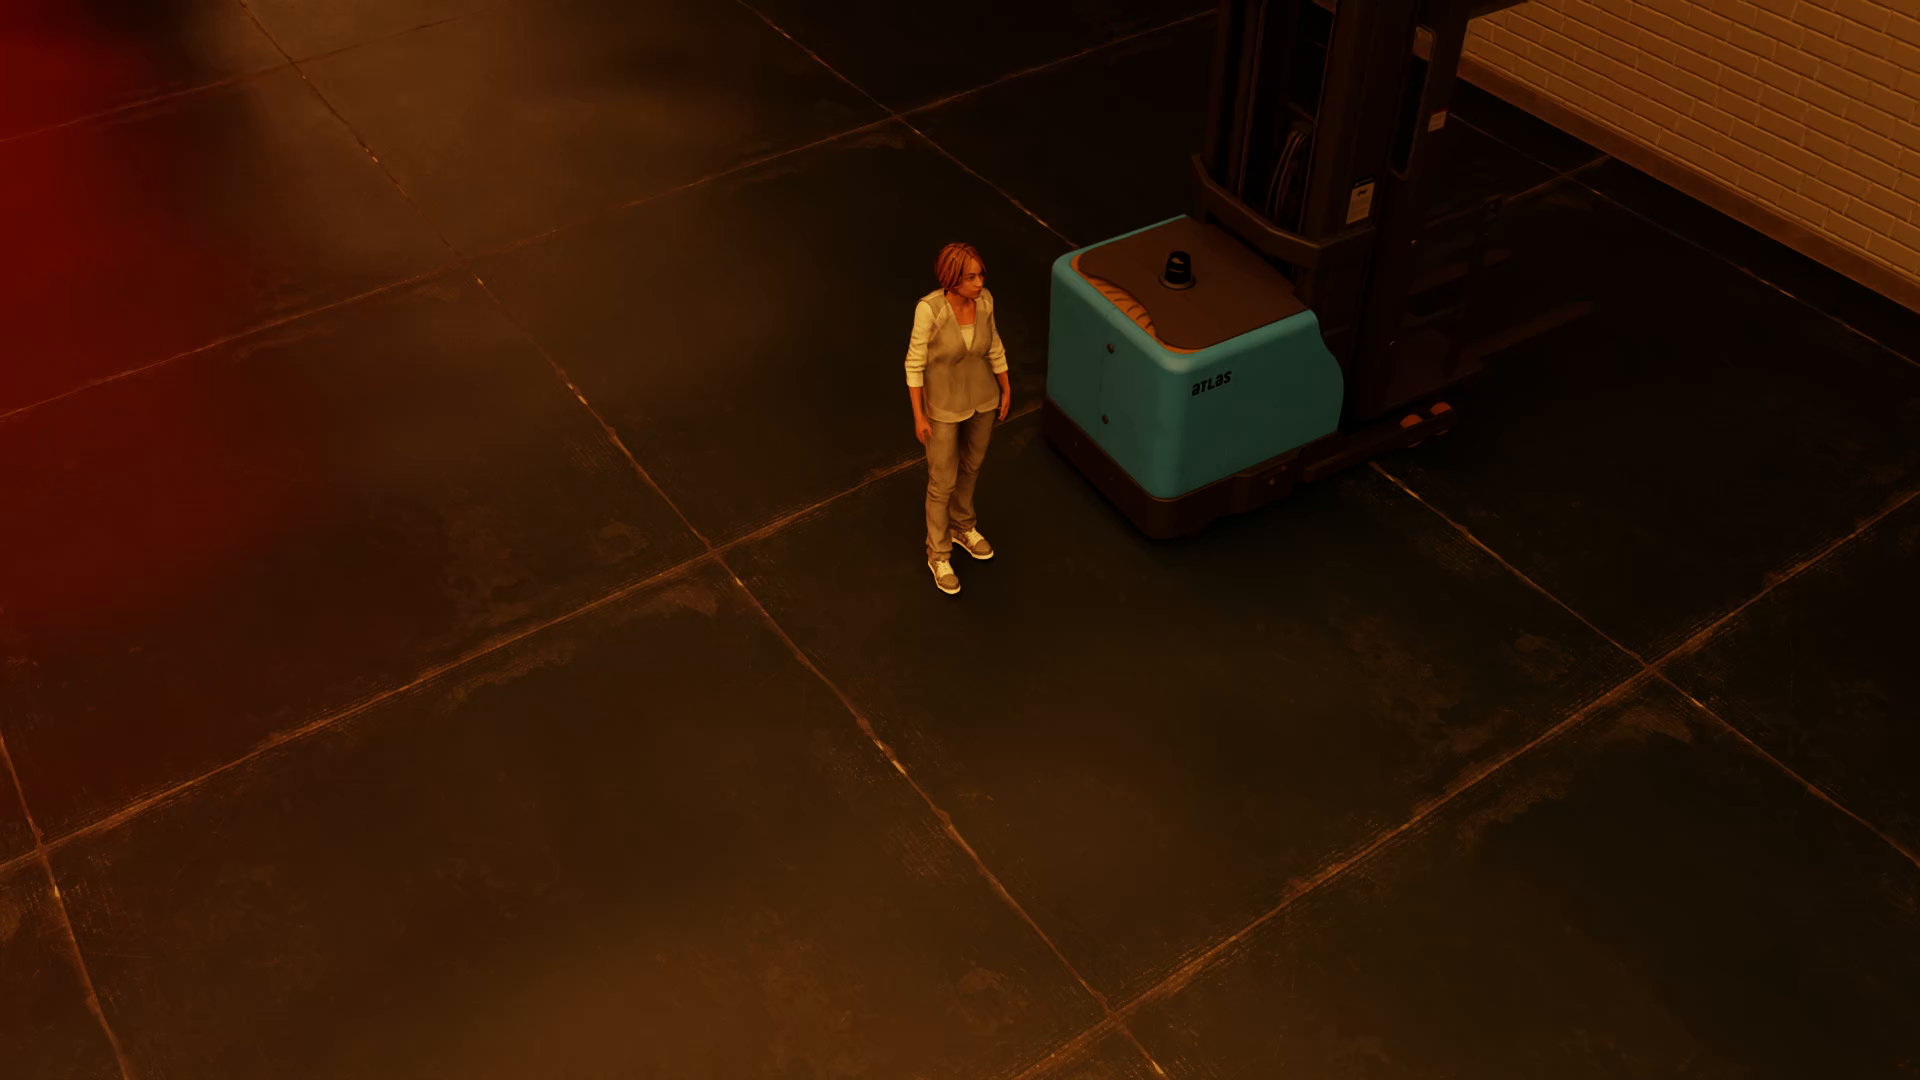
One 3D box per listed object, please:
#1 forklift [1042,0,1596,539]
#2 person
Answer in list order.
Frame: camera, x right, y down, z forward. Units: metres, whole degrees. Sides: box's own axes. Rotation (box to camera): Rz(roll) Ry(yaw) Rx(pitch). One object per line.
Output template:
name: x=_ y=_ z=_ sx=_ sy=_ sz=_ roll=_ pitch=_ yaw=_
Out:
forklift: x=1.940 y=-1.831 z=7.703 sx=3.031 sy=2.935 sz=1.130 roll=-22 pitch=47 yaw=-22
person: x=0.036 y=-0.540 z=7.277 sx=0.505 sy=1.598 sz=0.482 roll=-22 pitch=47 yaw=-22
